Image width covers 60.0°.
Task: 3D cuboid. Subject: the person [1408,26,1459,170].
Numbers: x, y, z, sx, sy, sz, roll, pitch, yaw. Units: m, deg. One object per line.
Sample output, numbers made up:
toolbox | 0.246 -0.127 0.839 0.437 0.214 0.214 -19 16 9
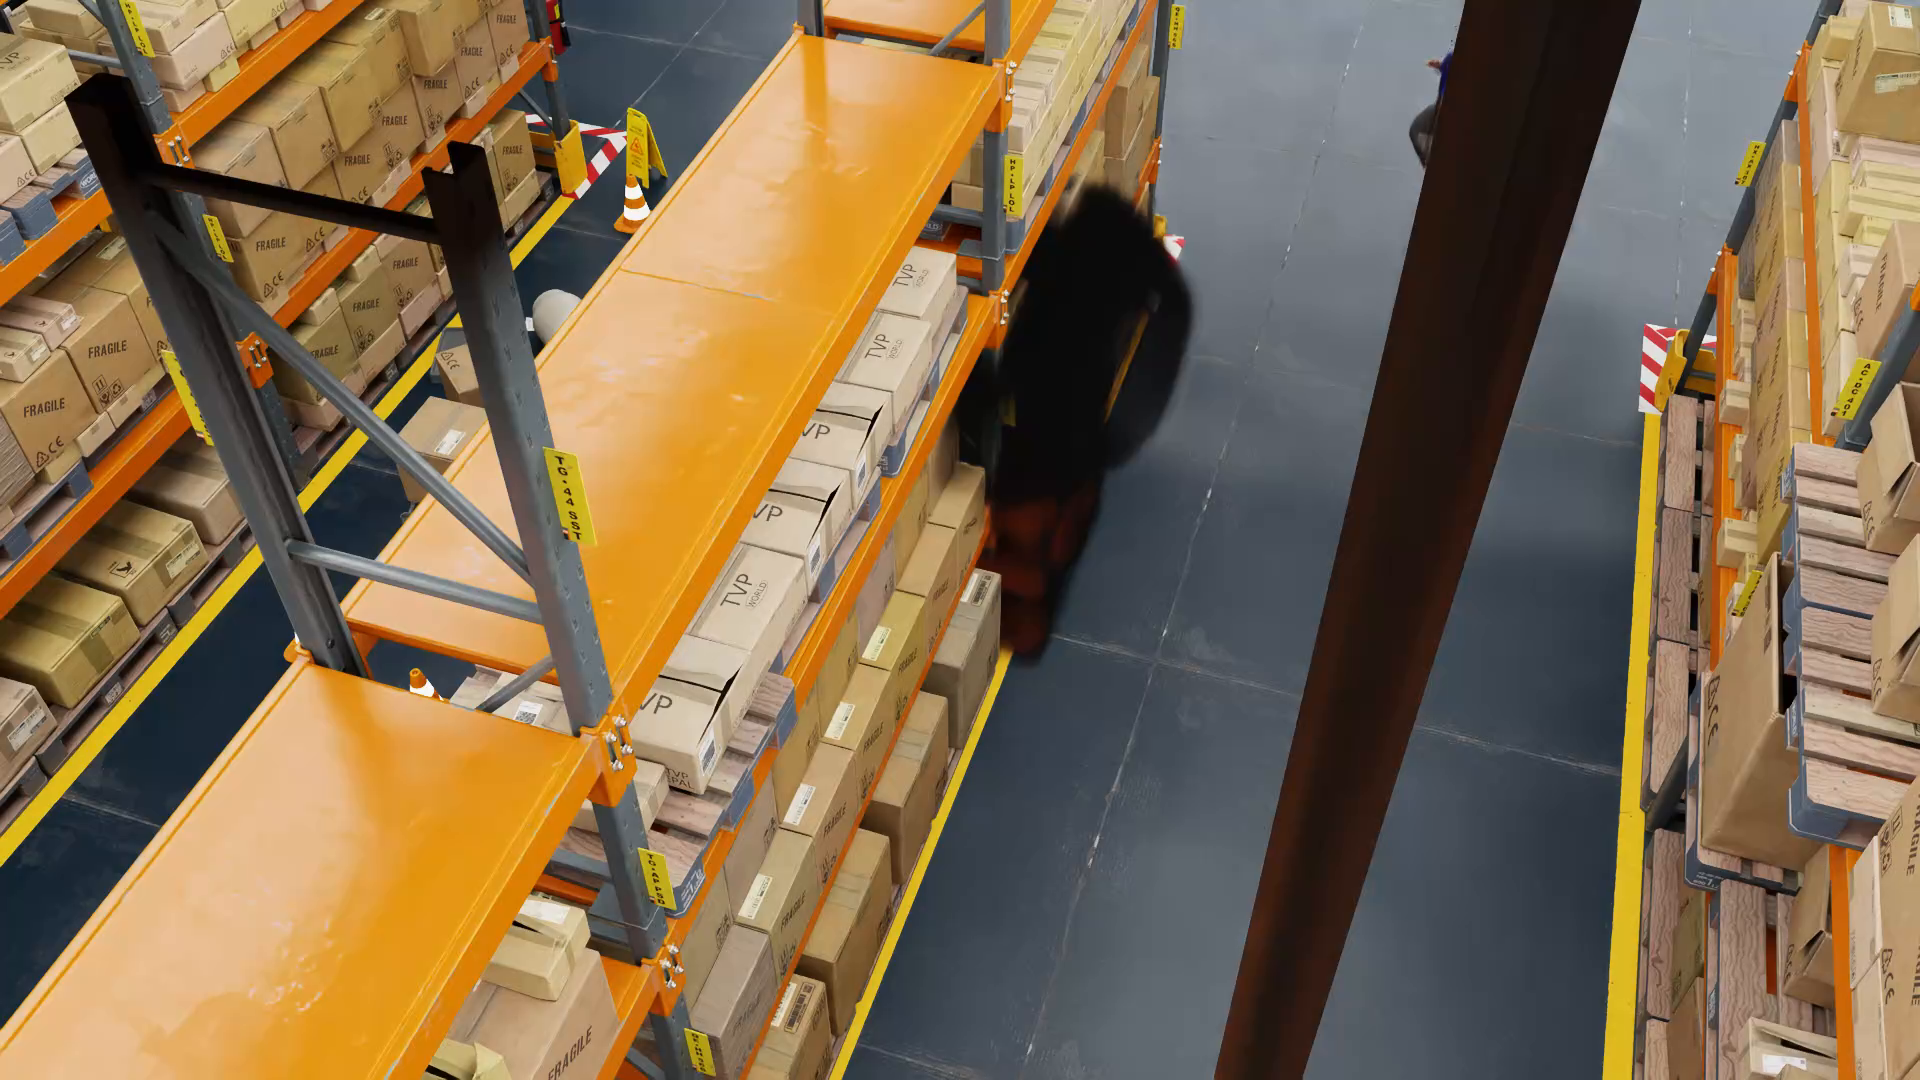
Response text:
person | 3.935 -3.443 13.322 0.590 1.619 0.824 -23 50 -21
